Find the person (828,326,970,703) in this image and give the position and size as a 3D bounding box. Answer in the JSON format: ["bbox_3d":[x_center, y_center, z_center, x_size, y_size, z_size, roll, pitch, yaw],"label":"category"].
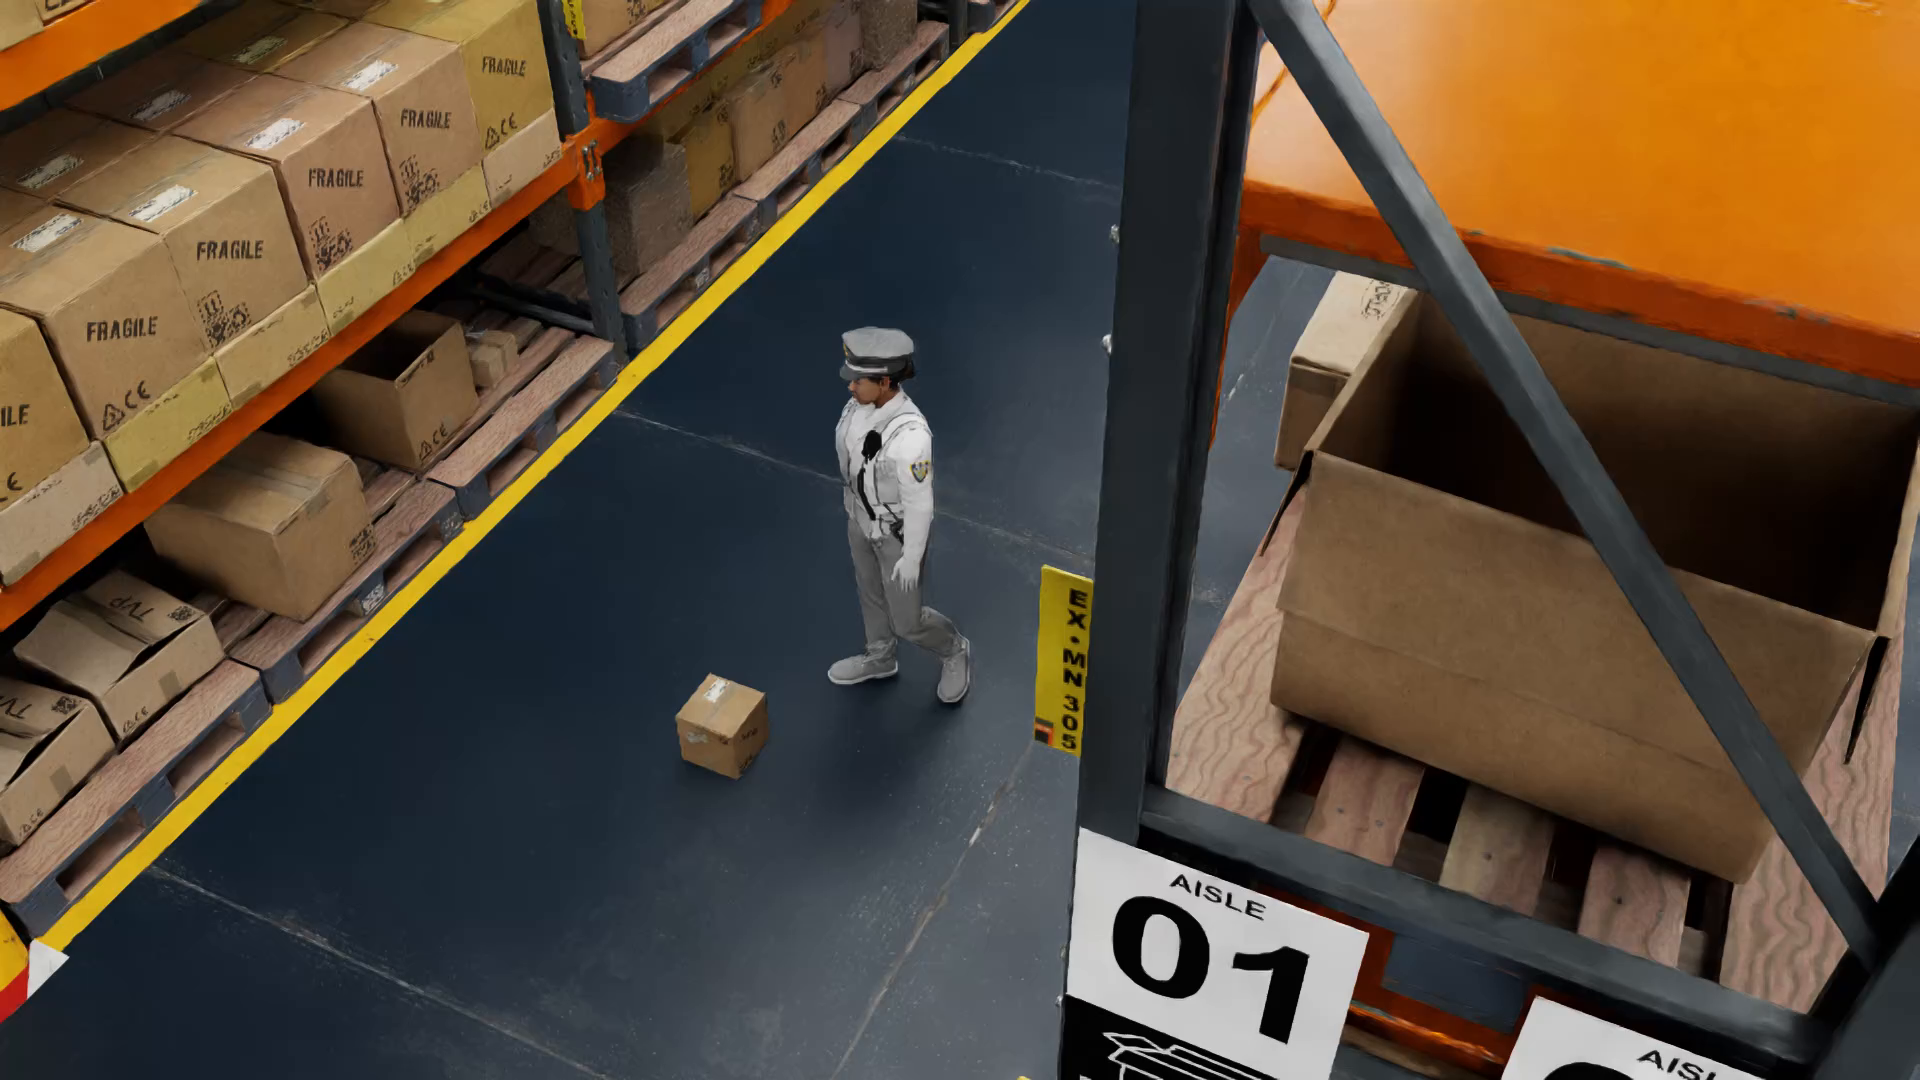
[{"bbox_3d":[-0.244,-0.068,6.224,0.530,1.667,0.537,-21,46,-22],"label":"person"}]
